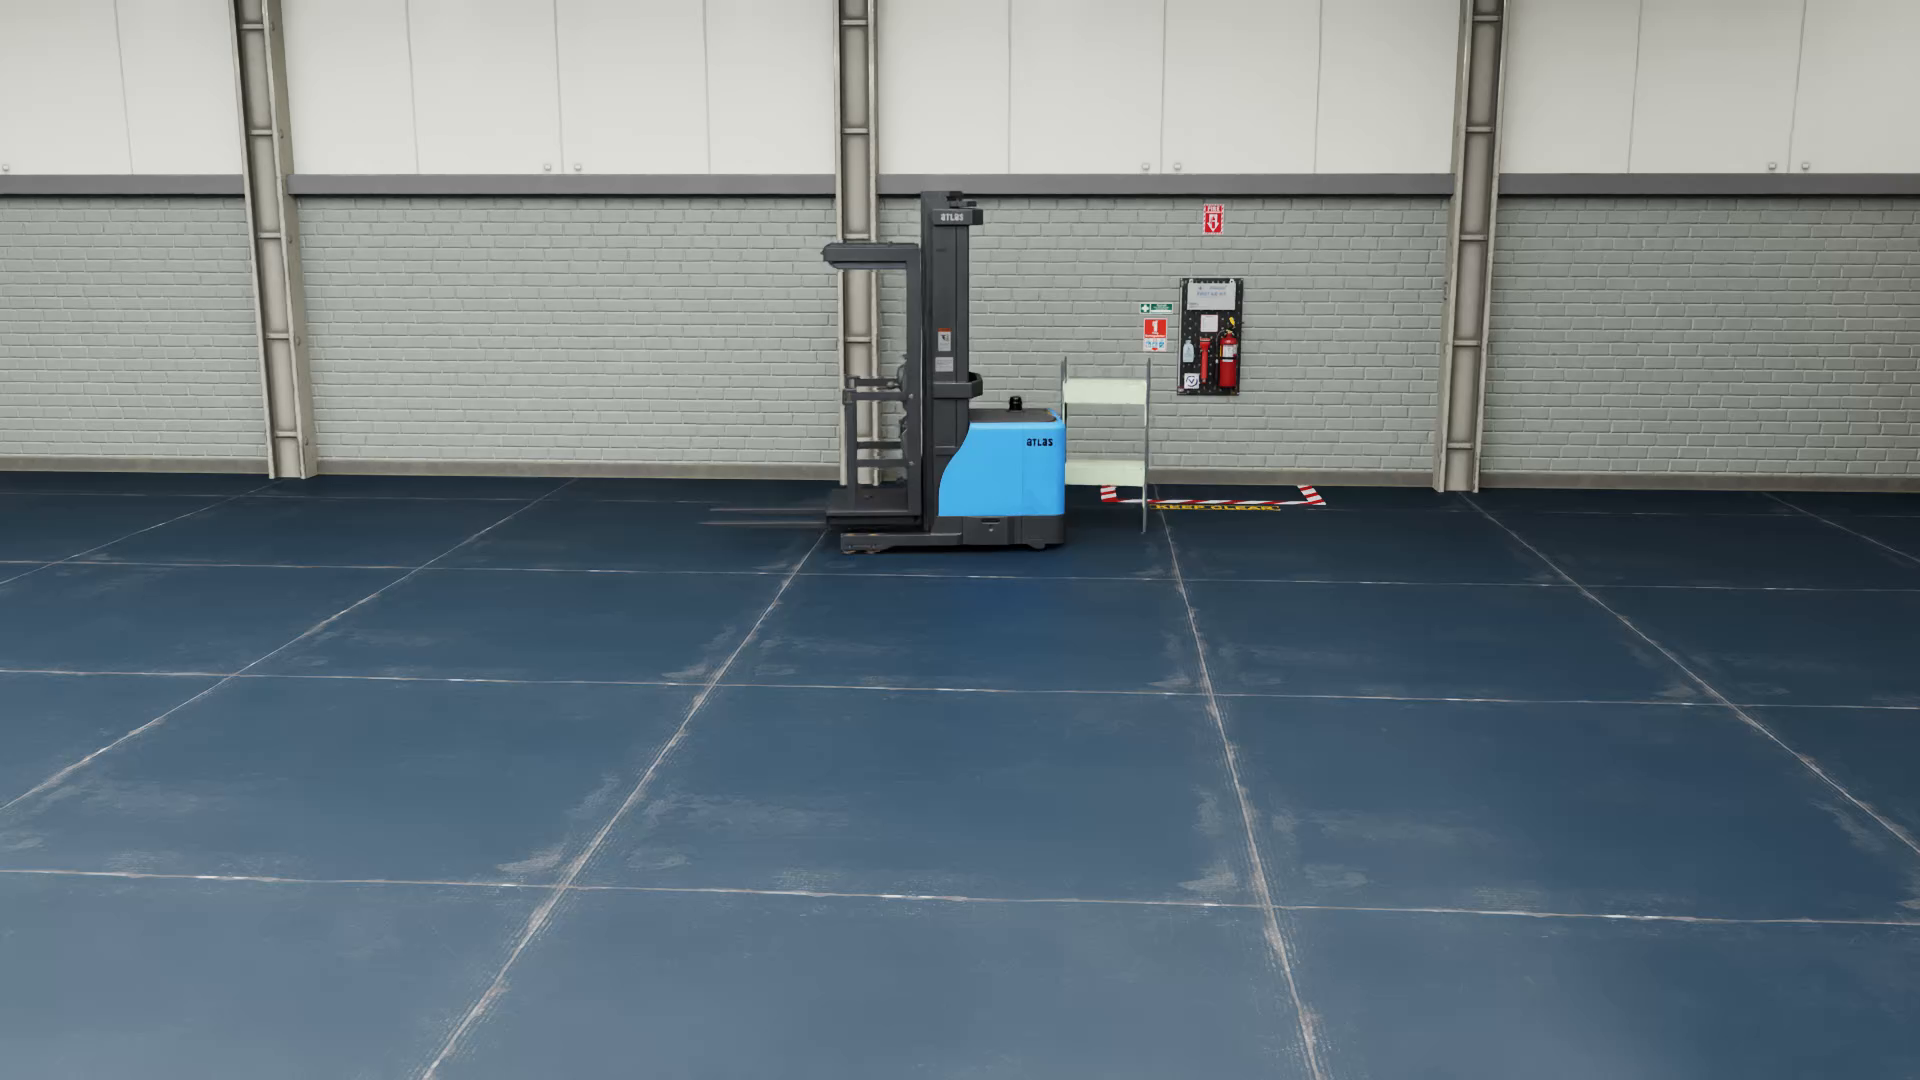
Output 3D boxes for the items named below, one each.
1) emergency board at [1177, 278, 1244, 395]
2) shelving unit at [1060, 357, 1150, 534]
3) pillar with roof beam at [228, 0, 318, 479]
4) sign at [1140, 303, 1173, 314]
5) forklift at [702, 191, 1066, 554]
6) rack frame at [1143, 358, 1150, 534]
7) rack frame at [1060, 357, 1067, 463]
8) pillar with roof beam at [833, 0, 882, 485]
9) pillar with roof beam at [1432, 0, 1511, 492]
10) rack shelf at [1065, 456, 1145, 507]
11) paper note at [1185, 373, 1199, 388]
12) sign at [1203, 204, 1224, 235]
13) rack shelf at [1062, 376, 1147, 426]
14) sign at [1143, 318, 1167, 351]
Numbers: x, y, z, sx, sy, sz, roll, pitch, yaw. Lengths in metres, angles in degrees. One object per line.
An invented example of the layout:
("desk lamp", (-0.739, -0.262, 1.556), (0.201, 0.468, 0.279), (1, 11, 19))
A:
("emergency board", (2.508, -2.018, 16.590), (0.643, 1.169, 0.194), (1, 12, 4))
("shelving unit", (1.271, -0.835, 14.598), (0.755, 1.500, 0.431), (2, 12, 8))
("pillar with roof beam", (-7.290, -4.198, 12.358), (0.400, 9.000, 9.100), (1, 12, 4))
("sign", (1.967, -2.322, 16.660), (0.331, 0.109, 0.001), (1, 12, 4))
("forklift", (-0.646, -1.430, 13.946), (3.031, 2.935, 1.130), (0, 12, -2))
("rack frame", (1.634, -0.825, 14.550), (0.023, 1.500, 0.400), (2, 12, 8))
("rack frame", (0.908, -0.845, 14.646), (0.023, 1.500, 0.400), (2, 12, 8))
("pillar with roof beam", (-1.303, -4.116, 11.965), (0.400, 9.000, 9.100), (1, 12, 4))
("pillar with roof beam", (4.683, -4.034, 11.573), (0.400, 9.000, 9.100), (1, 12, 4))
("rack shelf", (1.271, -0.516, 14.665), (0.720, 0.370, 0.431), (2, 12, 8))
("paper note", (2.336, -1.604, 16.759), (0.142, 0.148, 0.016), (1, 12, 4))
("sign", (2.506, -3.173, 16.451), (0.199, 0.298, 0.001), (1, 12, 4))
("rack shelf", (1.271, -1.217, 14.518), (0.720, 0.370, 0.431), (2, 12, 8))
("sign", (1.963, -2.064, 16.724), (0.234, 0.329, 0.001), (1, 12, 4))
